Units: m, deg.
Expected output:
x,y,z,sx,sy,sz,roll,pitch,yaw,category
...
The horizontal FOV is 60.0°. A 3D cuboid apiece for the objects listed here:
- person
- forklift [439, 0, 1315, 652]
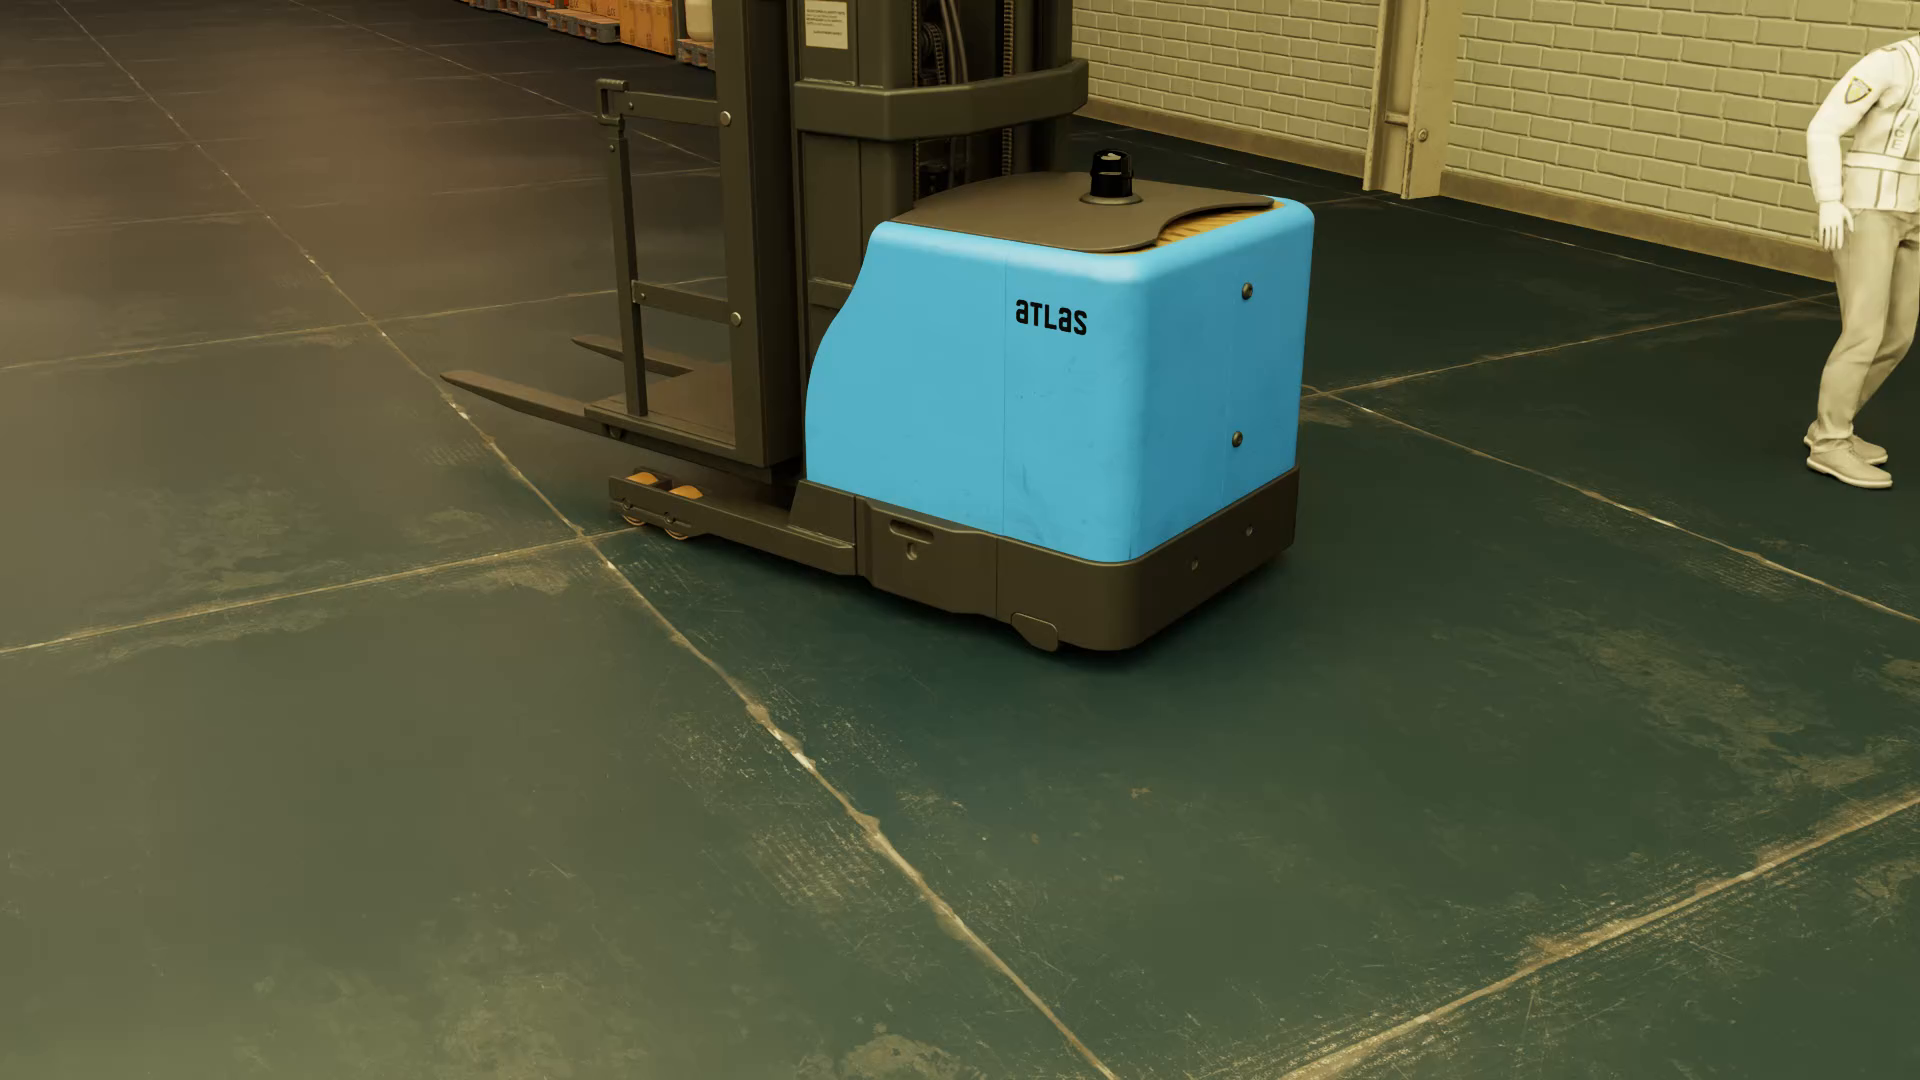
x,y,z,sx,sy,sz,roll,pitch,yaw,category
3.118,-1.026,5.464,0.693,1.654,0.468,-9,24,-21,person
-0.481,-1.497,4.922,3.031,2.935,1.130,16,27,34,forklift
